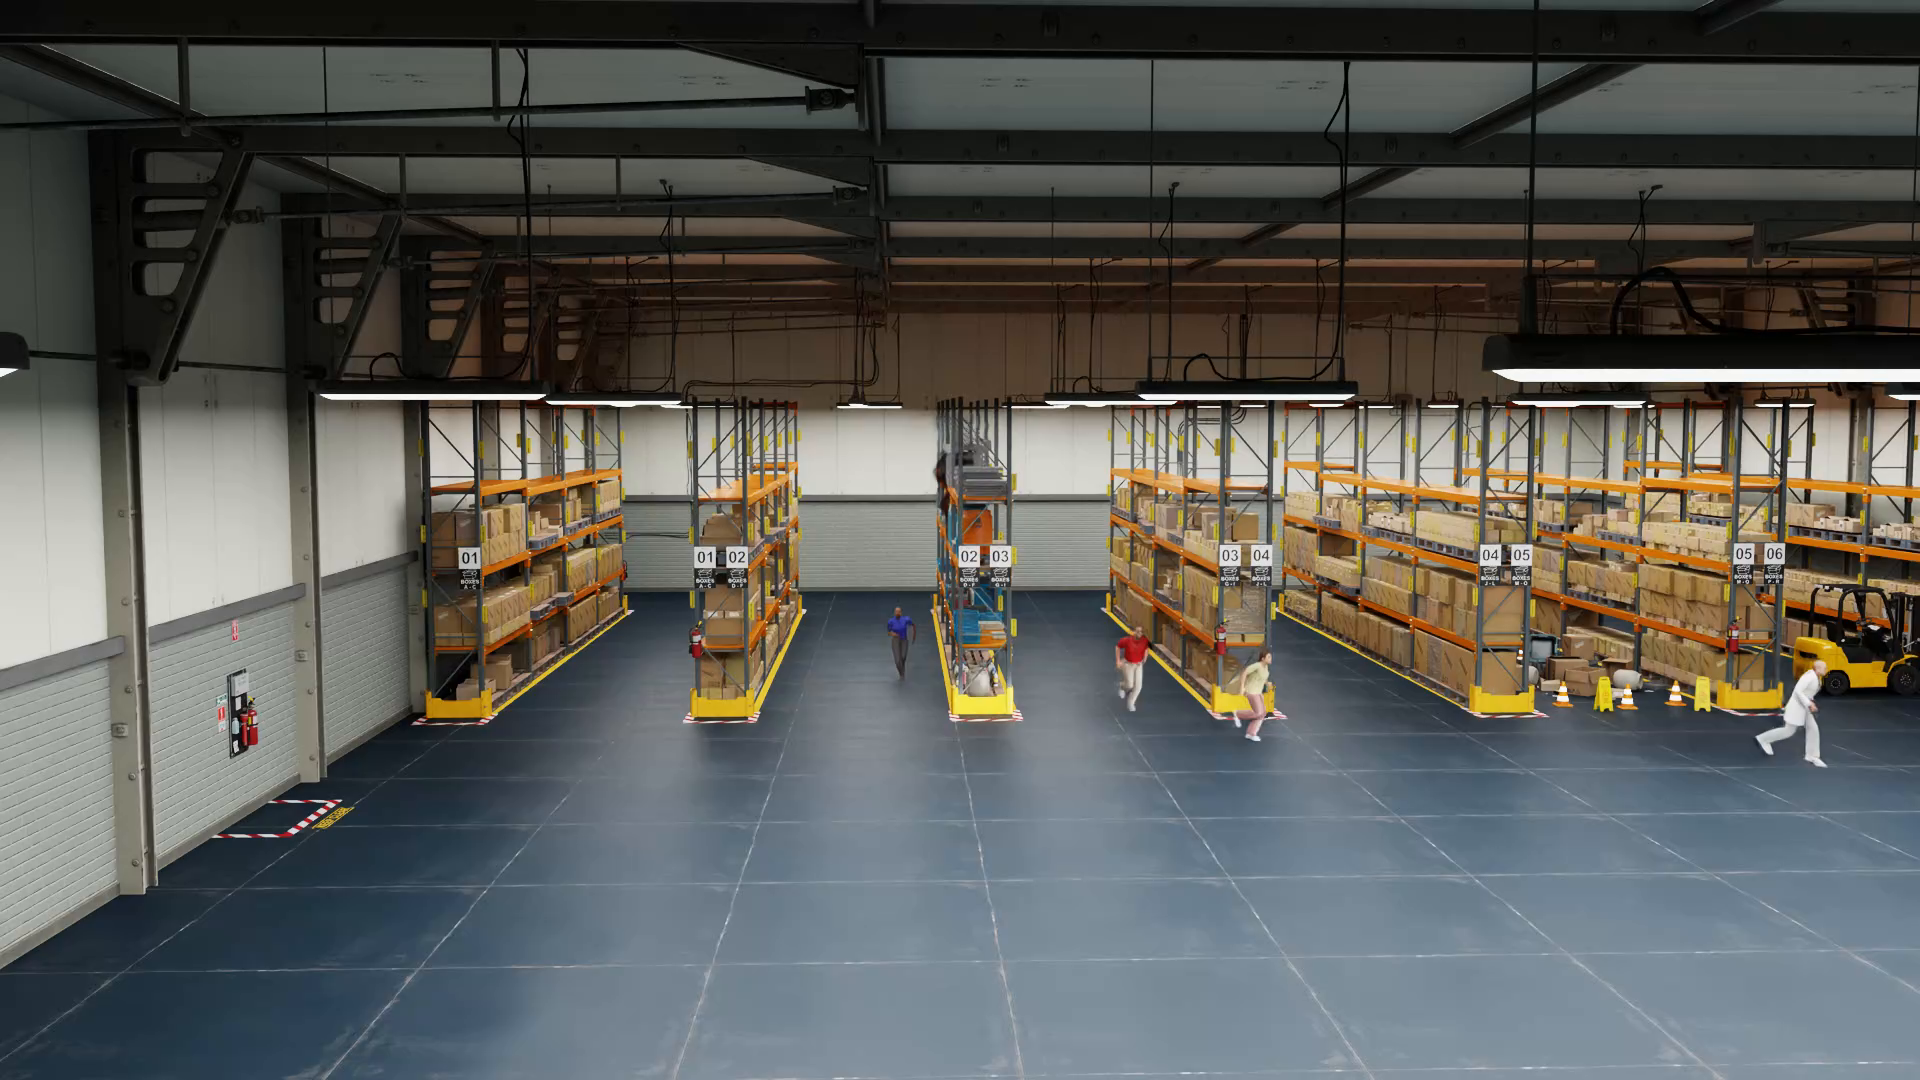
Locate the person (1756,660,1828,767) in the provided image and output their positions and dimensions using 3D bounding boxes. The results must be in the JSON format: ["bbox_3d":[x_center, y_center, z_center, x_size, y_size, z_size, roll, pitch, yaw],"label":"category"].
[{"bbox_3d":[13.619,2.792,27.165,1.088,1.737,0.741,3,6,38],"label":"person"}]

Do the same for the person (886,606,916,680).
[{"bbox_3d":[-1.249,2.209,35.222,0.616,1.591,0.665,0,4,0],"label":"person"}]

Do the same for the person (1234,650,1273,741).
[{"bbox_3d":[5.129,2.700,29.101,0.700,1.597,0.573,3,5,35],"label":"person"}]

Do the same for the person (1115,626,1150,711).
[{"bbox_3d":[3.305,2.447,32.040,0.659,1.669,0.790,-2,5,-22],"label":"person"}]
